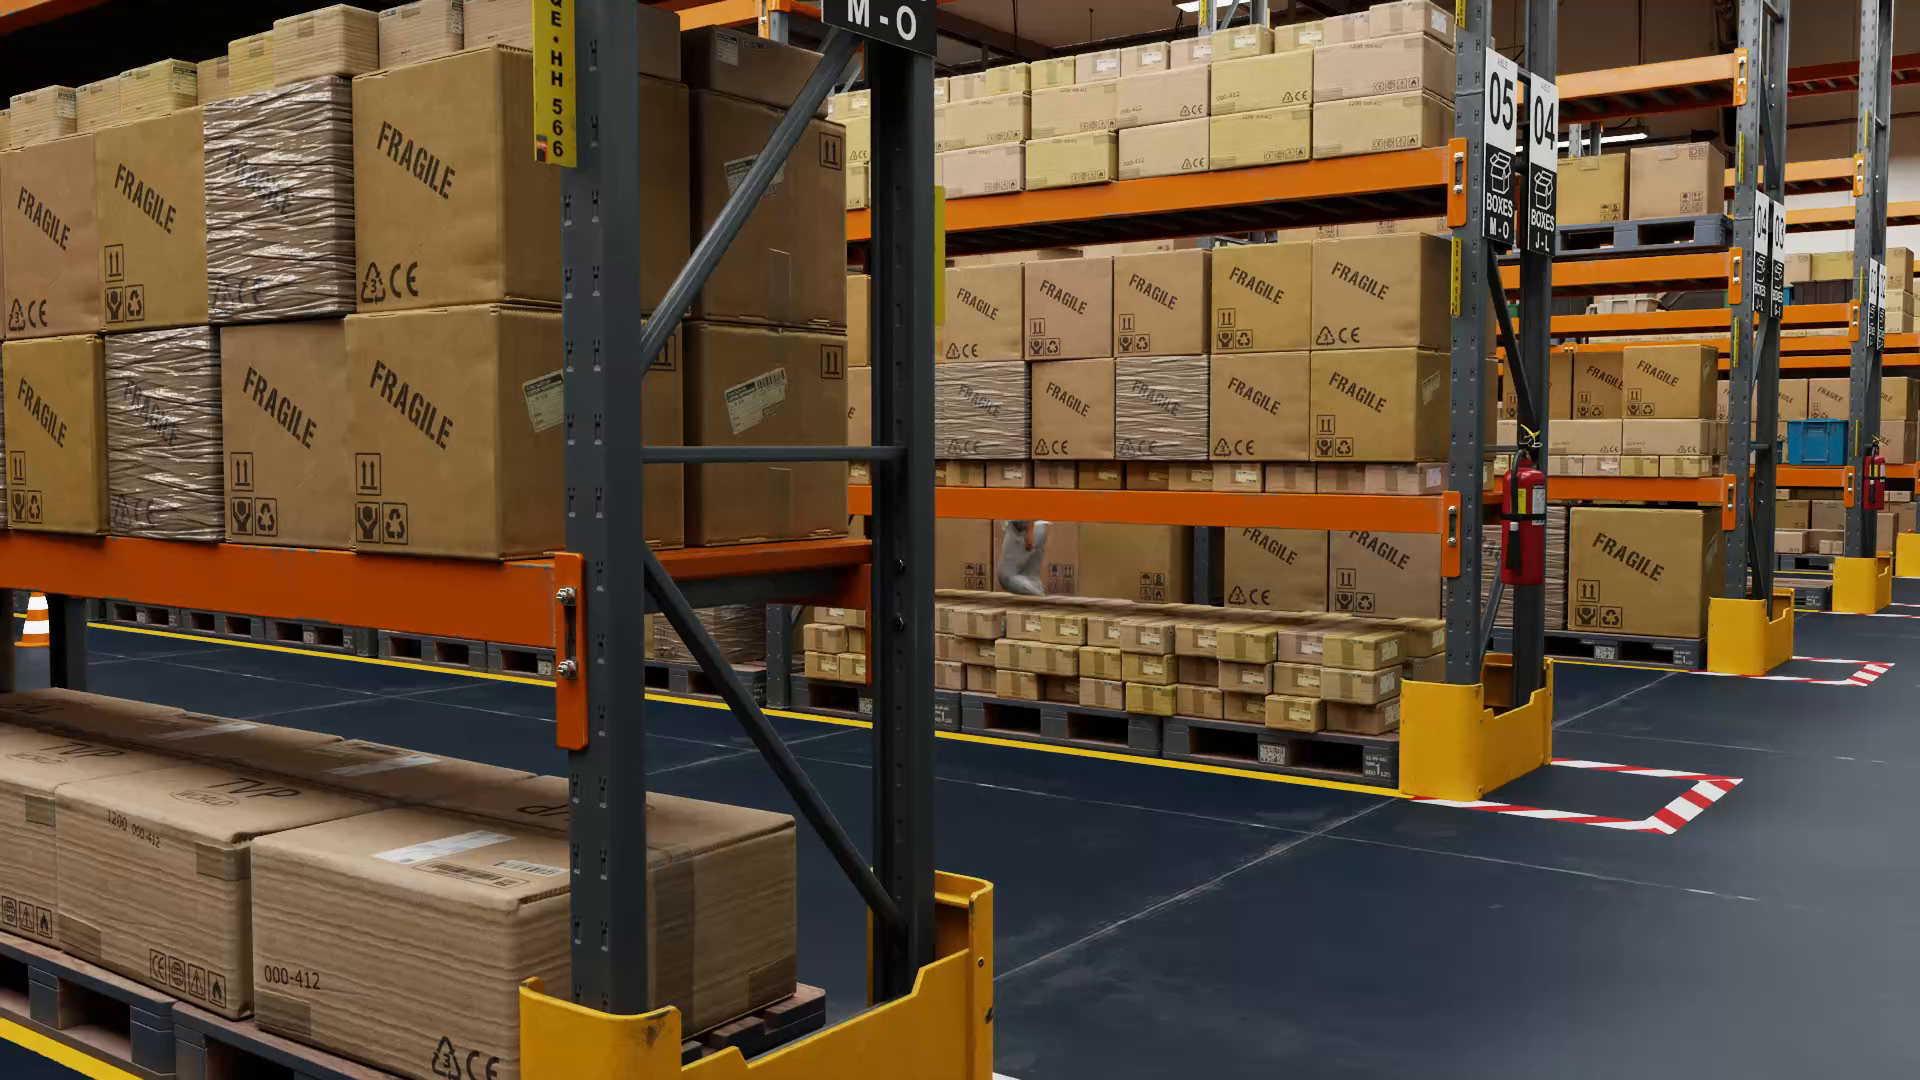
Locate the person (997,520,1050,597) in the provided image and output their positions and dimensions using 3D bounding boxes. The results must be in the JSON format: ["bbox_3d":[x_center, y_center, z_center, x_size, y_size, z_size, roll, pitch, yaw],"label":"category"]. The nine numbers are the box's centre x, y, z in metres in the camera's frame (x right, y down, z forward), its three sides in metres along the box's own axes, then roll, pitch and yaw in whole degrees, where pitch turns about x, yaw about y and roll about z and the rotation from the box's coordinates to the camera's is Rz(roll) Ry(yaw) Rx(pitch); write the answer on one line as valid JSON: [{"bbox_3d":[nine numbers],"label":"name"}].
[{"bbox_3d":[0.521,-0.051,12.936,0.550,1.656,0.553,0,3,7],"label":"person"}]
